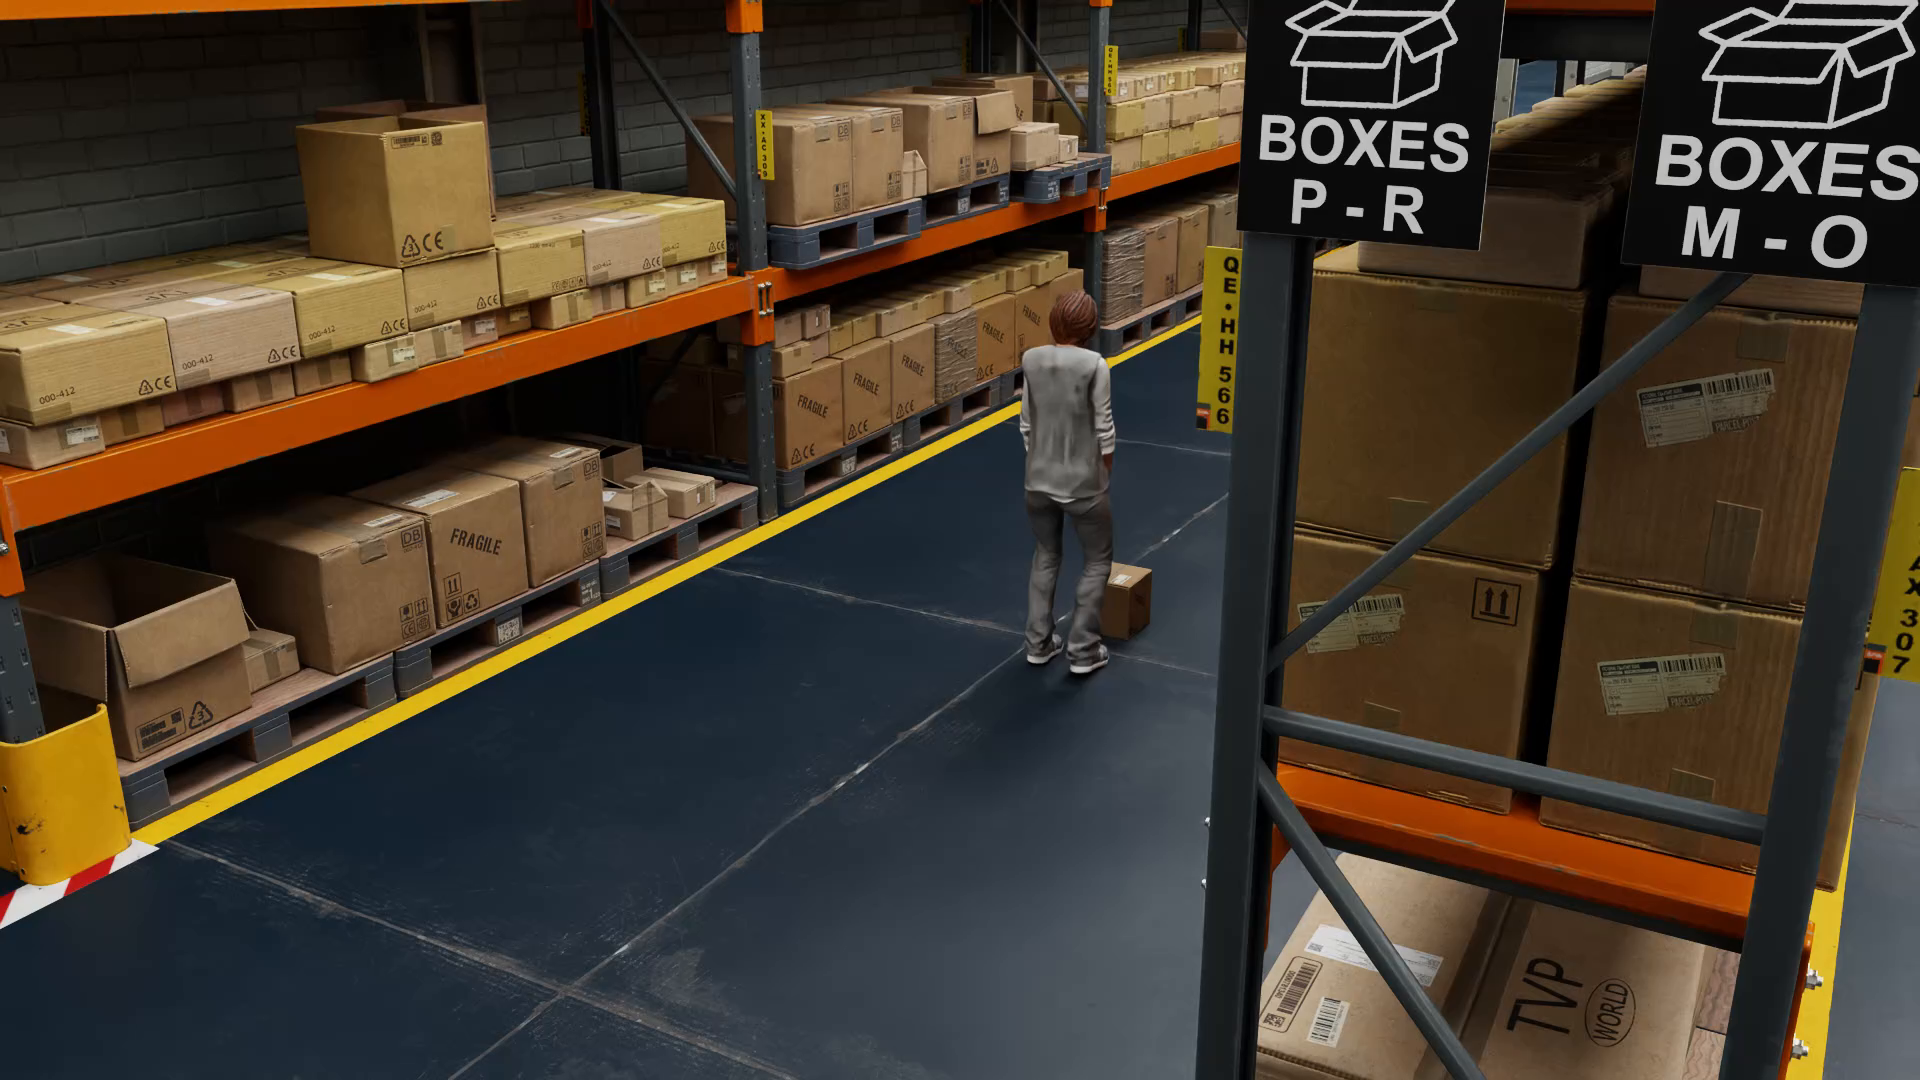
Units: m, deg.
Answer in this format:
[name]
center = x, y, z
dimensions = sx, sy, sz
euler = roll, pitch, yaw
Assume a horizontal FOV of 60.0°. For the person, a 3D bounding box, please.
[person]
center = 0.424, -0.214, 6.767
dimensions = 0.423, 1.550, 0.368
euler = 11, 23, 29
